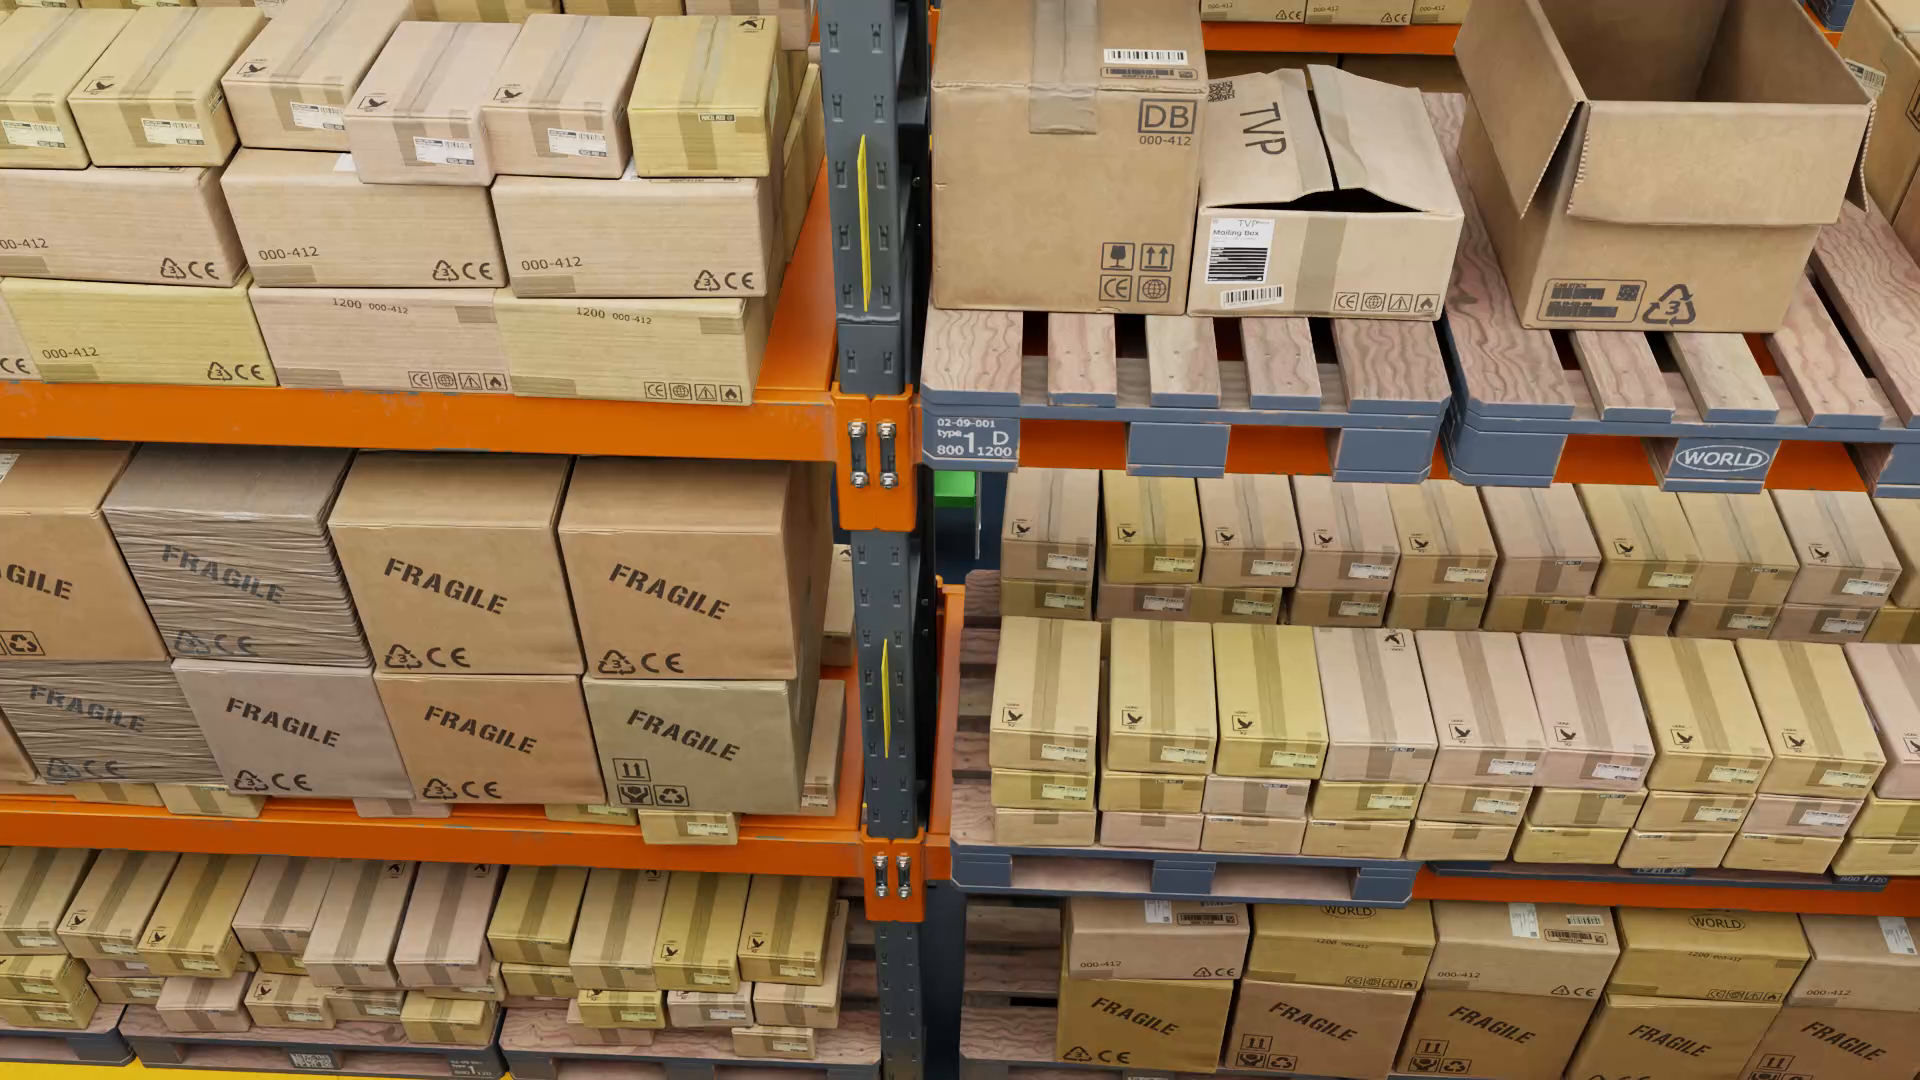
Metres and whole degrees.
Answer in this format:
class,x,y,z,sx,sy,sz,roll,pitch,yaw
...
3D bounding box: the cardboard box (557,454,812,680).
class,x,y,z,sx,sy,sz,roll,pitch,yaw
cardboard box,-0.642,-0.012,4.037,0.500,0.500,0.500,0,43,0

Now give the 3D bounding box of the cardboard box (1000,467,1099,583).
class,x,y,z,sx,sy,sz,roll,pitch,yaw
cardboard box,0.249,-0.070,4.565,0.250,0.149,0.380,4,43,4

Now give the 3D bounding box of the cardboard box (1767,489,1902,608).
class,x,y,z,sx,sy,sz,roll,pitch,yaw
cardboard box,2.334,-0.006,4.495,0.250,0.149,0.380,4,43,4

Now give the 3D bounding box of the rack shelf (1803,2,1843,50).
class,x,y,z,sx,sy,sz,roll,pitch,yaw
rack shelf,5.955,-2.597,8.365,4.000,0.370,1.077,2,43,2

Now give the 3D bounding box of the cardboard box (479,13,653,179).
class,x,y,z,sx,sy,sz,roll,pitch,yaw
cardboard box,-0.750,-0.867,3.230,0.250,0.149,0.380,3,43,3

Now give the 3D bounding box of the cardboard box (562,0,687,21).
class,x,y,z,sx,sy,sz,roll,pitch,yaw
cardboard box,-0.711,-1.247,3.638,0.250,0.149,0.380,0,43,0

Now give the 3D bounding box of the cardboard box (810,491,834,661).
class,x,y,z,sx,sy,sz,roll,pitch,yaw
cardboard box,-0.644,-0.003,4.761,0.500,0.500,0.500,1,43,1

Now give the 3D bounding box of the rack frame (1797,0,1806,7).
class,x,y,z,sx,sy,sz,roll,pitch,yaw
rack frame,3.957,-2.921,8.185,0.127,3.000,1.000,2,43,2

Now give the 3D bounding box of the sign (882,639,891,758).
class,x,y,z,sx,sy,sz,roll,pitch,yaw
sign,-0.177,0.383,4.004,0.005,0.325,0.100,2,43,2

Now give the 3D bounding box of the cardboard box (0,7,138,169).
class,x,y,z,sx,sy,sz,roll,pitch,yaw
cardboard box,-1.779,-0.888,3.252,0.250,0.149,0.380,1,43,2

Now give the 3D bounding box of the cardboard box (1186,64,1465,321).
class,x,y,z,sx,sy,sz,roll,pitch,yaw
cardboard box,0.709,-0.719,3.378,0.500,0.311,0.500,1,43,1

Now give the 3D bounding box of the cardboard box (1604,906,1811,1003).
class,x,y,z,sx,sy,sz,roll,pitch,yaw
cardboard box,2.128,1.062,4.885,0.500,0.250,0.500,3,43,3

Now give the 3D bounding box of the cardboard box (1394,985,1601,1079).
class,x,y,z,sx,sy,sz,roll,pitch,yaw
cardboard box,1.618,1.316,5.163,0.500,0.500,0.500,2,43,3

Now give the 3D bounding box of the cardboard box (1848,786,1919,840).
class,x,y,z,sx,sy,sz,roll,pitch,yaw
cardboard box,2.293,0.546,4.121,0.250,0.149,0.380,1,43,2

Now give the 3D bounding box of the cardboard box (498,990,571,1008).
class,x,y,z,sx,sy,sz,roll,pitch,yaw
cardboard box,-1.348,1.319,5.417,0.250,0.149,0.380,1,43,1

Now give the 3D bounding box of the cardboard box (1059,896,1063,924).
class,x,y,z,sx,sy,sz,roll,pitch,yaw
cardboard box,0.590,0.942,5.564,0.500,0.500,0.500,1,43,1

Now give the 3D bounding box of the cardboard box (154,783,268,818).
class,x,y,z,sx,sy,sz,roll,pitch,yaw
cardboard box,-2.021,0.573,4.619,0.250,0.149,0.380,3,43,3

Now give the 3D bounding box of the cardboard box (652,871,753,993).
class,x,y,z,sx,sy,sz,roll,pitch,yaw
cardboard box,-0.785,1.187,5.122,0.250,0.149,0.380,2,43,2

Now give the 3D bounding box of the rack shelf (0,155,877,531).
class,x,y,z,sx,sy,sz,roll,pitch,yaw
rack shelf,-2.159,-0.566,3.984,4.000,0.370,1.077,2,43,2

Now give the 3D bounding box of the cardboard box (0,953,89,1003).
class,x,y,z,sx,sy,sz,roll,pitch,yaw
cardboard box,-2.874,1.254,5.268,0.250,0.149,0.380,3,43,3

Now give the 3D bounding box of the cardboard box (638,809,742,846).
class,x,y,z,sx,sy,sz,roll,pitch,yaw
cardboard box,-0.719,0.638,4.548,0.250,0.149,0.380,1,43,1

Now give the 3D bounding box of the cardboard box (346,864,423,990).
class,x,y,z,sx,sy,sz,roll,pitch,yaw
cardboard box,-1.797,1.230,5.294,0.250,0.149,0.380,0,43,0

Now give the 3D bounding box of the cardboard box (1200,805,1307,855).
class,x,y,z,sx,sy,sz,roll,pitch,yaw
cardboard box,0.739,0.608,4.273,0.250,0.149,0.380,2,43,2

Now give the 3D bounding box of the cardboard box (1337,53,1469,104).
class,x,y,z,sx,sy,sz,roll,pitch,yaw
cardboard box,2.380,-2.406,8.882,0.875,0.875,0.875,2,43,2

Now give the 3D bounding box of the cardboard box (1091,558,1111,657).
class,x,y,z,sx,sy,sz,roll,pitch,yaw
cardboard box,0.505,0.153,4.762,0.250,0.149,0.380,2,43,2

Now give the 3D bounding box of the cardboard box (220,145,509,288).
class,x,y,z,sx,sy,sz,roll,pitch,yaw
cardboard box,-1.152,-0.761,3.409,0.500,0.250,0.500,0,43,0

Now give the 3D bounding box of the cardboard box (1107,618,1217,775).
class,x,y,z,sx,sy,sz,roll,pitch,yaw
cardboard box,0.491,0.380,4.081,0.250,0.149,0.380,3,43,3

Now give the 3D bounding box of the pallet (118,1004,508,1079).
class,x,y,z,sx,sy,sz,roll,pitch,yaw
pallet,-2.055,1.318,5.681,1.213,0.211,1.003,2,43,2

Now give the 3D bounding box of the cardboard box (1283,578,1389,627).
class,x,y,z,sx,sy,sz,roll,pitch,yaw
cardboard box,1.030,0.059,4.644,0.250,0.149,0.380,0,43,1

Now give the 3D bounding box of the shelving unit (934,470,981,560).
class,x,y,z,sx,sy,sz,roll,pitch,yaw
shelving unit,-0.165,-0.444,6.846,0.503,1.200,0.258,2,43,2

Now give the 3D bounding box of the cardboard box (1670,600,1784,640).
class,x,y,z,sx,sy,sz,roll,pitch,yaw
cardboard box,2.075,0.092,4.609,0.250,0.149,0.380,1,43,2

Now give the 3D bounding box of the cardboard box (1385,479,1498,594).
class,x,y,z,sx,sy,sz,roll,pitch,yaw
cardboard box,1.283,-0.036,4.527,0.250,0.149,0.380,0,43,1

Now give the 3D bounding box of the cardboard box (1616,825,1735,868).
class,x,y,z,sx,sy,sz,roll,pitch,yaw
cardboard box,1.769,0.639,4.239,0.250,0.149,0.380,0,43,0

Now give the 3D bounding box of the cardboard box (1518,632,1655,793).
class,x,y,z,sx,sy,sz,roll,pitch,yaw
cardboard box,1.504,0.414,4.044,0.250,0.149,0.380,3,43,3

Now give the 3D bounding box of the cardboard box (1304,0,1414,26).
class,x,y,z,sx,sy,sz,roll,pitch,yaw
cardboard box,1.916,-2.733,8.093,0.500,0.250,0.500,1,43,1

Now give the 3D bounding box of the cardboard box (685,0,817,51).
class,x,y,z,sx,sy,sz,roll,pitch,yaw
cardboard box,-0.440,-1.216,3.605,0.250,0.149,0.380,1,43,1

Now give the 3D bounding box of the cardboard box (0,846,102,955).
class,x,y,z,sx,sy,sz,roll,pitch,yaw
cardboard box,-2.870,1.099,5.217,0.250,0.149,0.380,0,43,0

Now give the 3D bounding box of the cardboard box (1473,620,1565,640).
class,x,y,z,sx,sy,sz,roll,pitch,yaw
cardboard box,1.547,0.183,4.729,0.250,0.149,0.380,3,43,4

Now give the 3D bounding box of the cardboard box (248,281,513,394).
class,x,y,z,sx,sy,sz,roll,pitch,yaw
cardboard box,-1.161,-0.568,3.568,0.500,0.250,0.500,2,43,2

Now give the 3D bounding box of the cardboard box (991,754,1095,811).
class,x,y,z,sx,sy,sz,roll,pitch,yaw
cardboard box,0.212,0.484,4.188,0.250,0.149,0.380,2,43,3

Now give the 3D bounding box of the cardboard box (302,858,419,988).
class,x,y,z,sx,sy,sz,roll,pitch,yaw
cardboard box,-1.834,1.178,5.132,0.250,0.149,0.380,0,43,0

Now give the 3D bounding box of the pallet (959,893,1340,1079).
class,x,y,z,sx,sy,sz,roll,pitch,yaw
pallet,0.617,1.373,5.622,1.213,0.211,1.003,2,43,2

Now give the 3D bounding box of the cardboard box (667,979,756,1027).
class,x,y,z,sx,sy,sz,roll,pitch,yaw
cardboard box,-0.760,1.317,5.201,0.250,0.149,0.380,0,43,0

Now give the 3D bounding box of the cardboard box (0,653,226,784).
class,x,y,z,sx,sy,sz,roll,pitch,yaw
cardboard box,-2.186,0.297,4.439,0.500,0.500,0.500,1,43,1

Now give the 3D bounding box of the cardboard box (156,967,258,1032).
class,x,y,z,sx,sy,sz,roll,pitch,yaw
cardboard box,-2.379,1.378,5.354,0.250,0.149,0.380,0,43,0

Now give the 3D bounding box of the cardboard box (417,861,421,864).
class,x,y,z,sx,sy,sz,roll,pitch,yaw
cardboard box,-1.808,0.977,5.784,0.250,0.149,0.380,1,43,1

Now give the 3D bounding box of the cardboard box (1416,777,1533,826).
class,x,y,z,sx,sy,sz,roll,pitch,yaw
cardboard box,1.258,0.513,4.157,0.250,0.149,0.380,3,43,4
